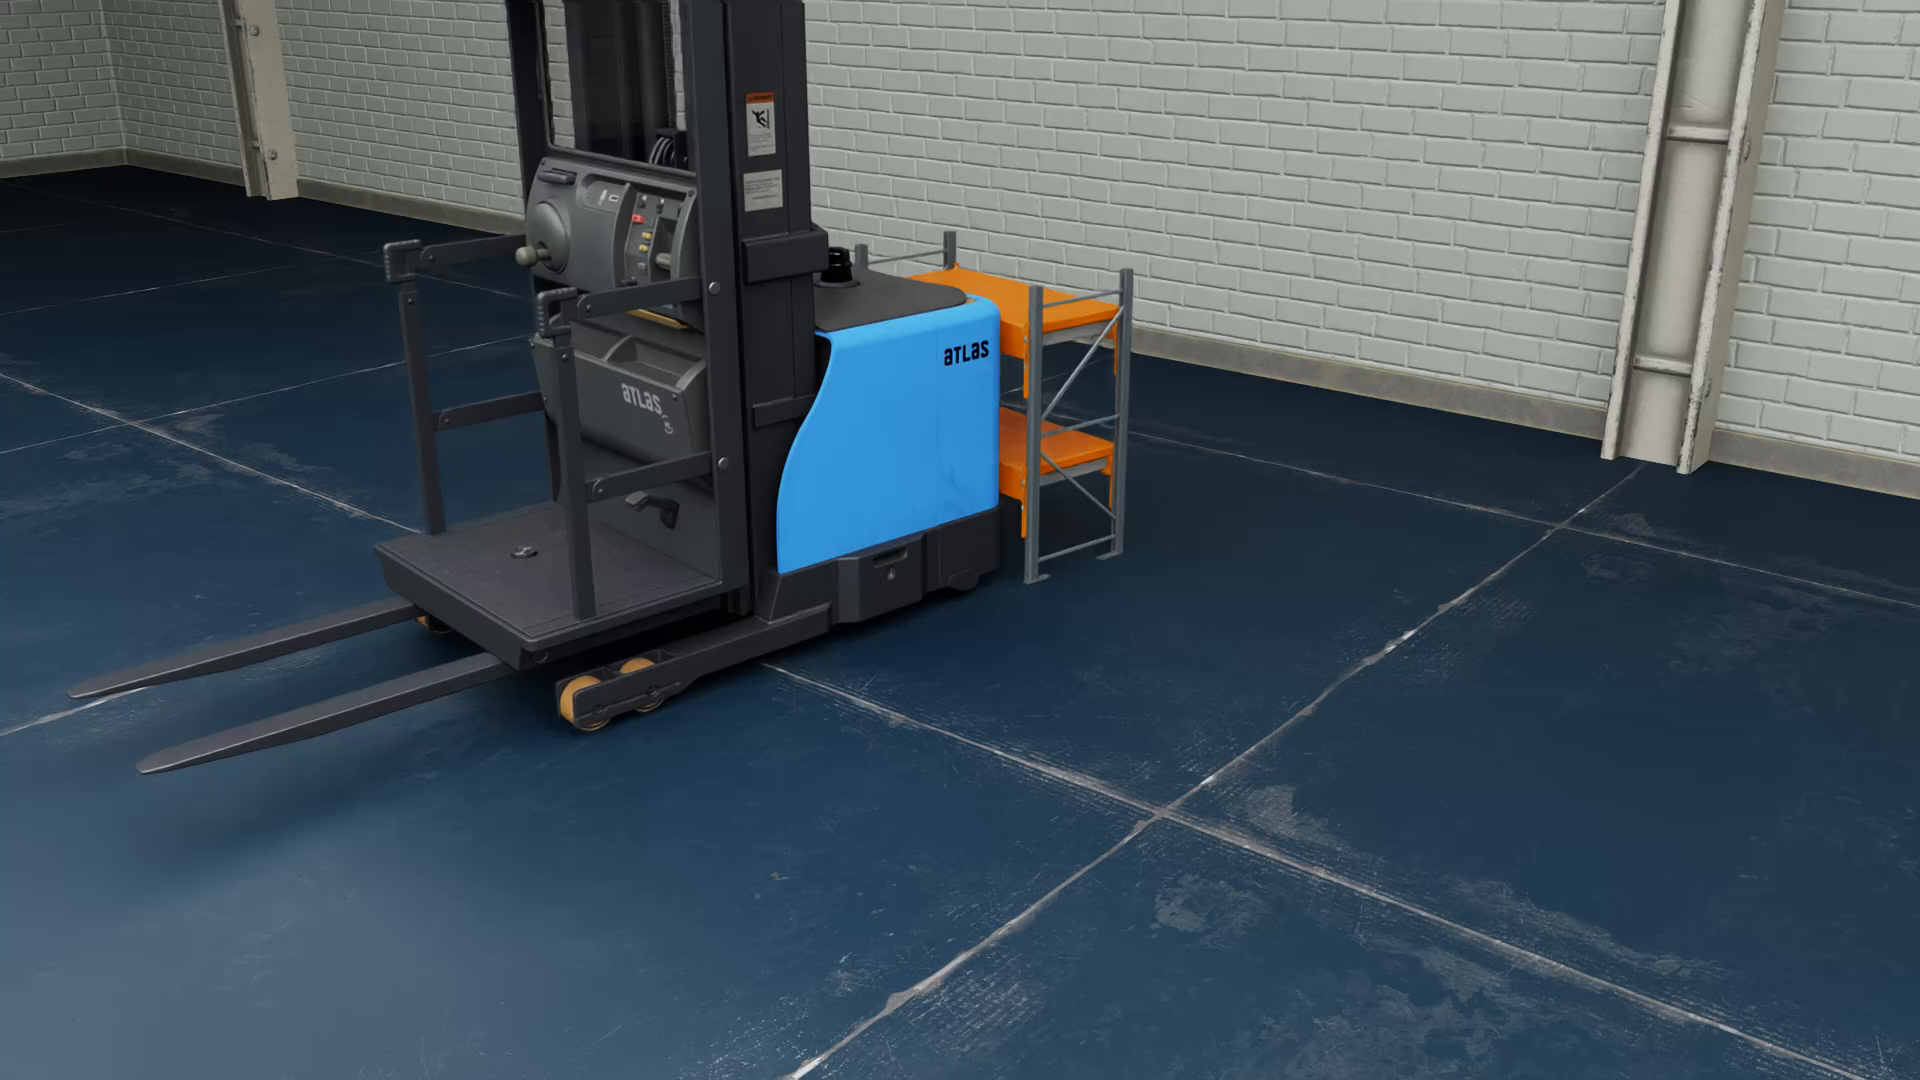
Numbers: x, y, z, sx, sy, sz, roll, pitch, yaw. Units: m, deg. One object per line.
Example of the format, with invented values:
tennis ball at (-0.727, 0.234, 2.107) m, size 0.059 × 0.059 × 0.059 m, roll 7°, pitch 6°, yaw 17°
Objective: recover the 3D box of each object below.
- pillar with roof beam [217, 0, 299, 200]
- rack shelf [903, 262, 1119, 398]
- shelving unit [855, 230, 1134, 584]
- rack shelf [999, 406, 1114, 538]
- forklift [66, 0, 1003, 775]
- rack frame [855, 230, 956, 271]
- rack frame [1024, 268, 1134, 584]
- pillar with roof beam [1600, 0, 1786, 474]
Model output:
pillar with roof beam at (-8.813, -6.090, 10.064) m, size 0.400 × 9.000 × 9.100 m, roll 16°, pitch 26°, yaw 36°
rack shelf at (0.112, -0.832, 6.449) m, size 0.538 × 0.278 × 1.000 m, roll -17°, pitch 26°, yaw -37°
shelving unit at (0.112, -0.558, 6.552) m, size 0.538 × 1.125 × 1.048 m, roll -17°, pitch 26°, yaw -37°
rack shelf at (0.112, -0.329, 6.639) m, size 0.538 × 0.278 × 1.000 m, roll -17°, pitch 26°, yaw -37°
forklift at (-1.270, -0.992, 5.145) m, size 3.031 × 2.935 × 1.130 m, roll -18°, pitch 27°, yaw -39°
rack frame at (-0.217, -0.694, 6.915) m, size 0.500 × 1.125 × 0.032 m, roll -17°, pitch 26°, yaw -37°
rack frame at (0.441, -0.421, 6.190) m, size 0.500 × 1.125 × 0.032 m, roll -17°, pitch 26°, yaw -37°
pillar with roof beam at (0.484, -3.413, 2.964) m, size 0.400 × 9.000 × 9.100 m, roll 16°, pitch 26°, yaw 36°
